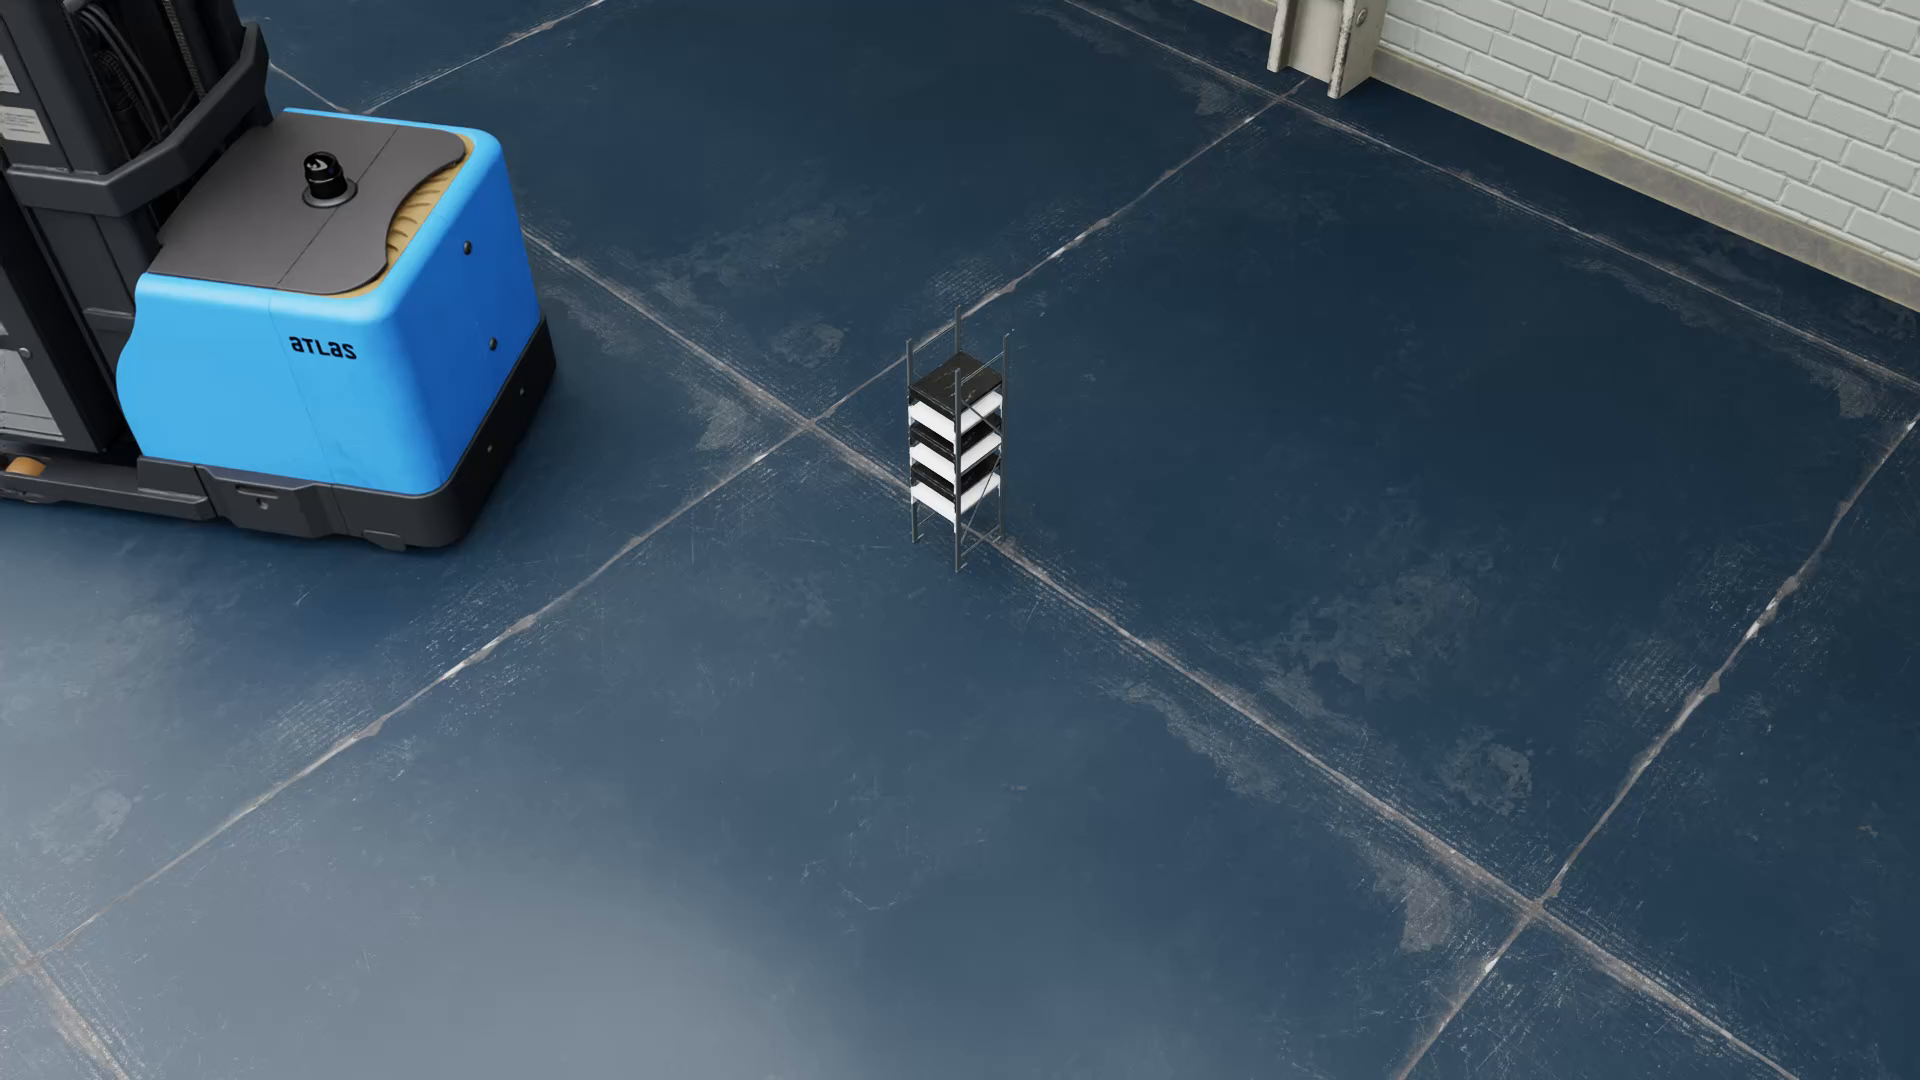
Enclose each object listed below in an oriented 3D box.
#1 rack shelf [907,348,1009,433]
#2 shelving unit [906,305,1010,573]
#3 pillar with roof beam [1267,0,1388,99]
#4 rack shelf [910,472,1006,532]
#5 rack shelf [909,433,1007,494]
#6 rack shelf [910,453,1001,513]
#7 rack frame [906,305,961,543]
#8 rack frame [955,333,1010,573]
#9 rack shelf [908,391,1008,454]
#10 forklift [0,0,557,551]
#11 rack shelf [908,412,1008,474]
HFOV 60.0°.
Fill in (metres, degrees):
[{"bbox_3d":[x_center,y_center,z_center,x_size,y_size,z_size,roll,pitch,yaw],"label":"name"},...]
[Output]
[{"bbox_3d":[-0.006,-0.474,5.253,0.200,0.077,0.258,34,55,28],"label":"rack shelf"},{"bbox_3d":[-0.006,-0.312,5.426,0.210,0.900,0.258,34,55,28],"label":"shelving unit"},{"bbox_3d":[-1.226,-2.982,2.377,0.400,9.000,9.100,34,55,28],"label":"pillar with roof beam"},{"bbox_3d":[-0.006,-0.166,5.581,0.200,0.077,0.258,34,55,28],"label":"rack shelf"},{"bbox_3d":[-0.006,-0.289,5.450,0.200,0.077,0.258,34,55,28],"label":"rack shelf"},{"bbox_3d":[-0.006,-0.228,5.516,0.200,0.077,0.258,34,55,28],"label":"rack shelf"},{"bbox_3d":[-0.081,-0.362,5.473,0.006,0.900,0.240,34,55,28],"label":"rack frame"},{"bbox_3d":[0.069,-0.262,5.379,0.006,0.900,0.240,34,55,28],"label":"rack frame"},{"bbox_3d":[-0.006,-0.412,5.319,0.200,0.077,0.258,34,55,28],"label":"rack shelf"},{"bbox_3d":[-3.089,-1.503,5.151,3.031,2.935,1.130,8,47,8],"label":"forklift"},{"bbox_3d":[-0.006,-0.351,5.384,0.200,0.077,0.258,34,55,28],"label":"rack shelf"}]
